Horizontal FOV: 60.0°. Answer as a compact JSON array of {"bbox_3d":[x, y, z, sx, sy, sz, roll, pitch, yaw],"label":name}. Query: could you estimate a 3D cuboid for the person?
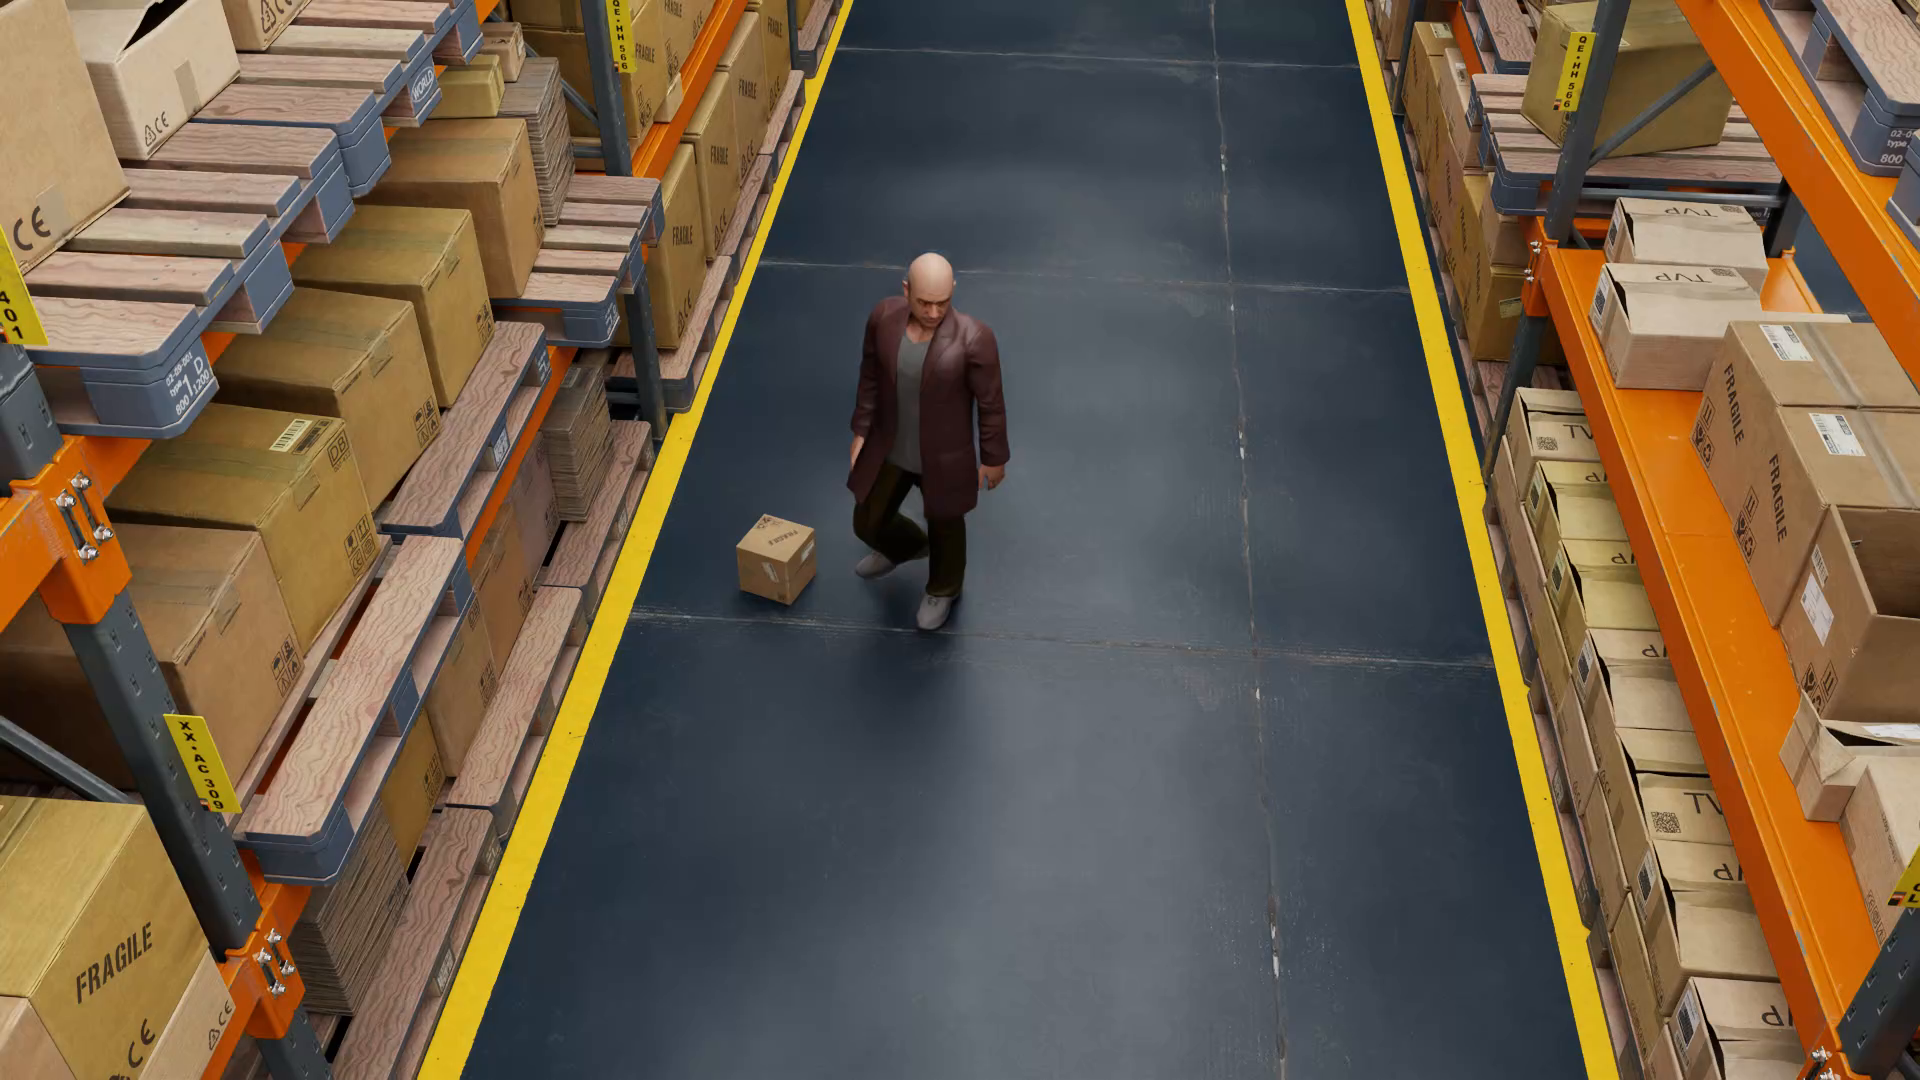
[{"bbox_3d":[-0.153,-0.376,6.592,0.729,1.770,0.523,17,42,19],"label":"person"}]
